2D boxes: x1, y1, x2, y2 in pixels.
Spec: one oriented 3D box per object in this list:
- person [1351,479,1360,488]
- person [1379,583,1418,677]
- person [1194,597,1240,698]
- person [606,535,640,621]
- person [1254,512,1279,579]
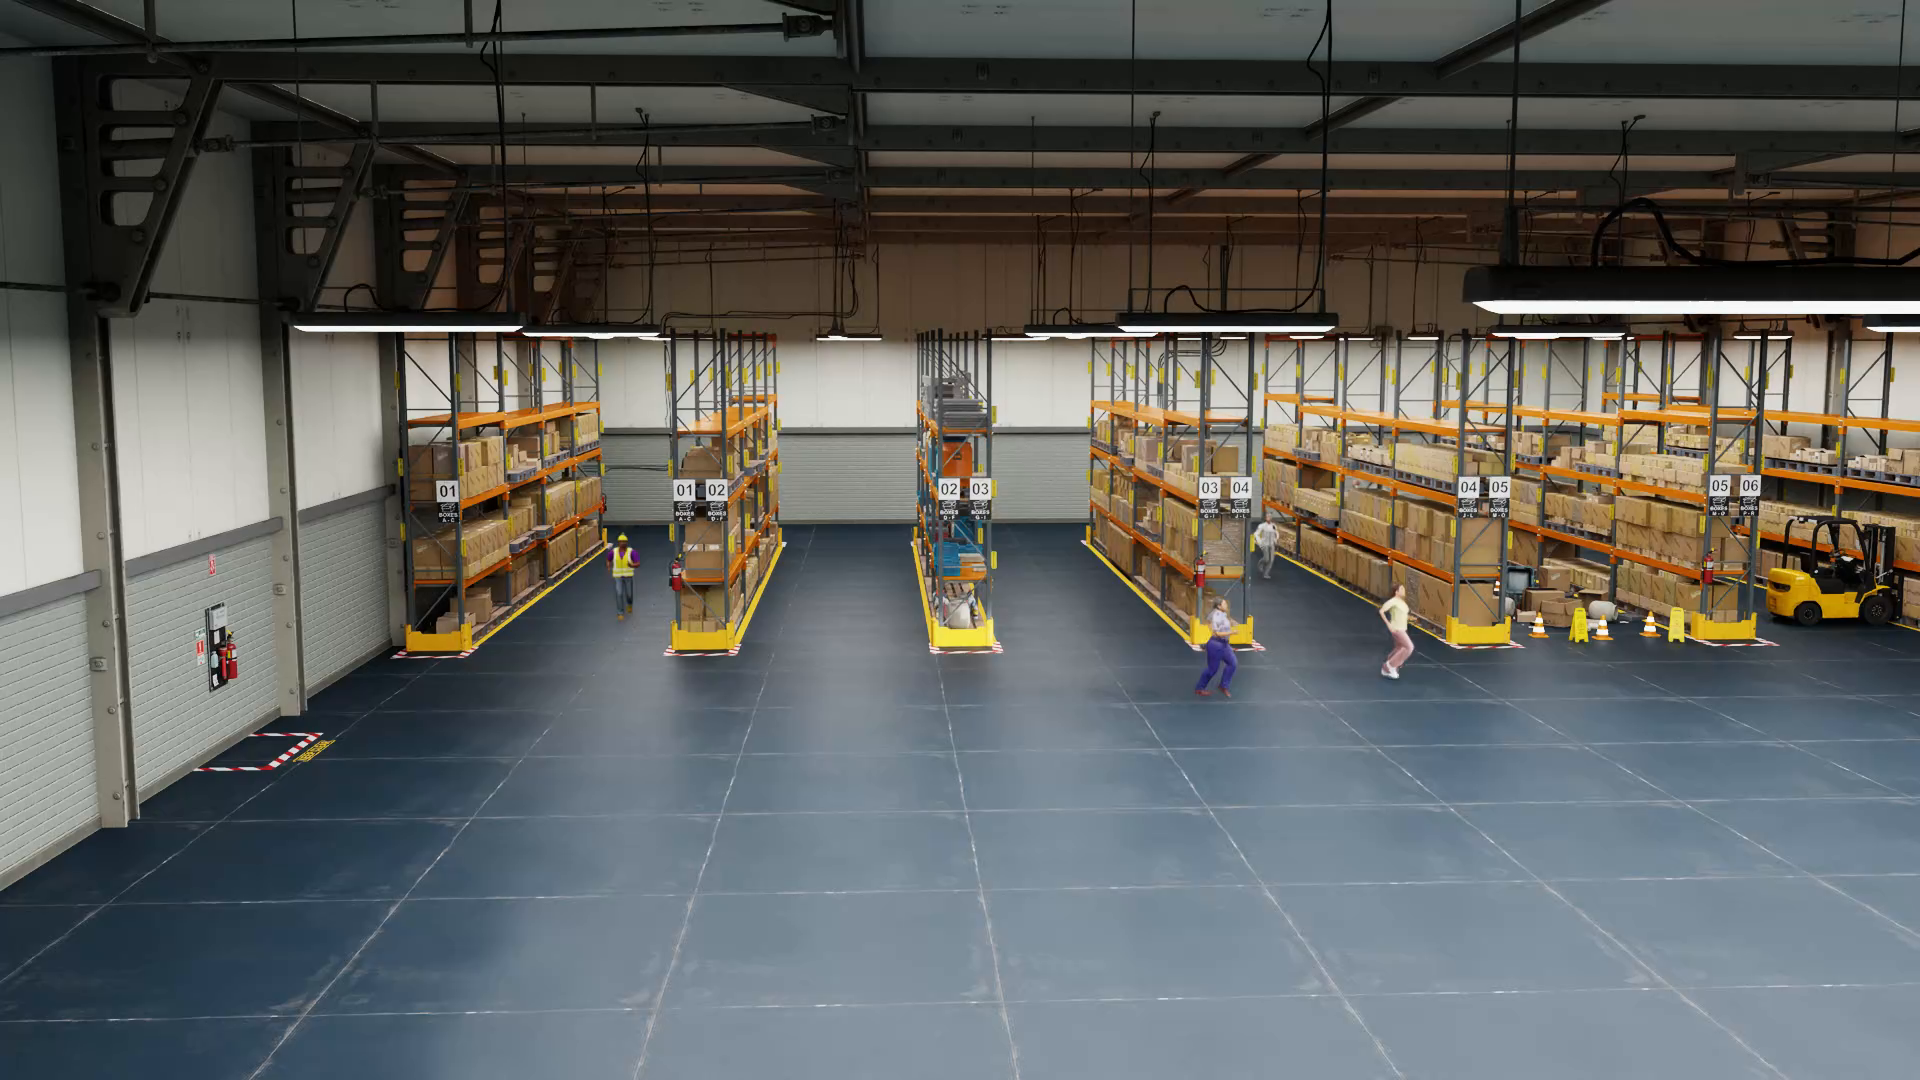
[{"bbox_3d":[11.744,-0.950,49.347,0.673,1.748,0.700,0,7,1],"label":"person"},{"bbox_3d":[7.519,1.549,28.447,0.613,1.635,0.560,5,8,34],"label":"person"},{"bbox_3d":[4.186,1.765,26.885,0.759,1.675,0.554,3,7,22],"label":"person"},{"bbox_3d":[-7.009,0.762,34.614,0.710,1.747,0.968,-1,7,-8],"label":"person"},{"bbox_3d":[7.529,0.117,40.665,0.614,1.646,0.553,-1,7,-11],"label":"person"}]
